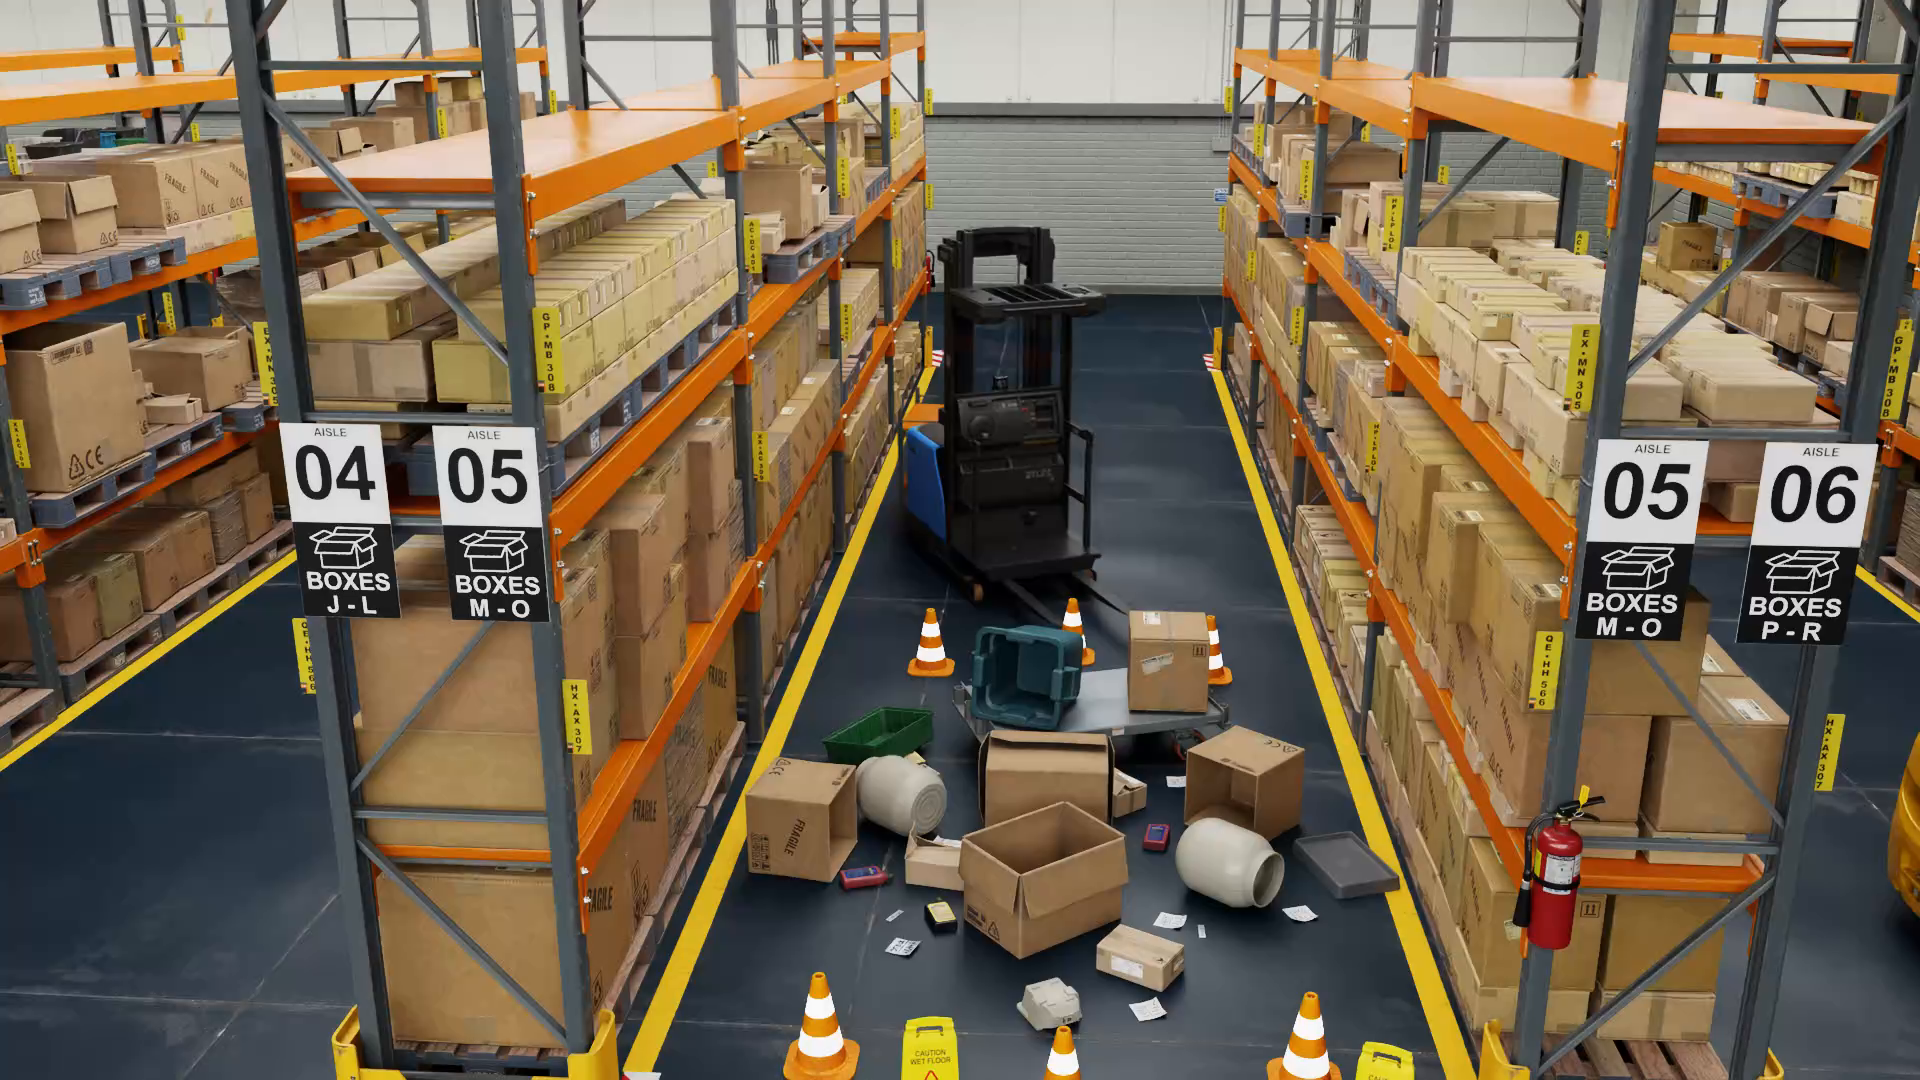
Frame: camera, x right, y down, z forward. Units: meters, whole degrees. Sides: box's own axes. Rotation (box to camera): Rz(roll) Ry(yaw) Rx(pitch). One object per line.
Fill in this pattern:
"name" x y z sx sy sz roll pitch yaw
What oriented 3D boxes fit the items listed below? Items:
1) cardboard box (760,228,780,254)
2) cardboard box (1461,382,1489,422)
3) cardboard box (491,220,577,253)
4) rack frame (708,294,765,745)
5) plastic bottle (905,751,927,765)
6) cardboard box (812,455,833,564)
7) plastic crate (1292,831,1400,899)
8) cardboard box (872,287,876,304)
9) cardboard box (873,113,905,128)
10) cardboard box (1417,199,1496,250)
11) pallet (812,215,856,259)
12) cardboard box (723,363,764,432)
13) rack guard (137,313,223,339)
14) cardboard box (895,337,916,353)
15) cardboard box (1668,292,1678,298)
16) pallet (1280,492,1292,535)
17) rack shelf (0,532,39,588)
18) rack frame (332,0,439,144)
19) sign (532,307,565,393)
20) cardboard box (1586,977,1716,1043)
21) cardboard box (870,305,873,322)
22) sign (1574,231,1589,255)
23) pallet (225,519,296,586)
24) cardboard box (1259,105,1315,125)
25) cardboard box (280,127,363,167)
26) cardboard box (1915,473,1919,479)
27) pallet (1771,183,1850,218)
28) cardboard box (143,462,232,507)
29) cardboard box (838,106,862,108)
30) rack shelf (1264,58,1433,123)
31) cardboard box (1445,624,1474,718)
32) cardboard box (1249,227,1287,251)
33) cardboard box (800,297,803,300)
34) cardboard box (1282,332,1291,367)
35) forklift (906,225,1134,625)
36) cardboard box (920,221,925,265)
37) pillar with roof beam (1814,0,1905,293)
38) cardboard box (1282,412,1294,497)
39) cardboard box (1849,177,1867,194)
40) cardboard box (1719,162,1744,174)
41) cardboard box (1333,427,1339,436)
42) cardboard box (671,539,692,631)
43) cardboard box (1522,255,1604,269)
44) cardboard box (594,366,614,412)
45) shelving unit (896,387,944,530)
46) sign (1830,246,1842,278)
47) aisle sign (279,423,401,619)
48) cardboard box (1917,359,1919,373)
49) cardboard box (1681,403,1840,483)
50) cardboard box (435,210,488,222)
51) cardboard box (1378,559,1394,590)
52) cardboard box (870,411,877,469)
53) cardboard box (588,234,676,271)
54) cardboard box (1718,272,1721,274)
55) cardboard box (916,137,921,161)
"cardboard box" -1.455 -2.073 11.511 0.380 0.149 0.250 1 18 4
"cardboard box" 2.655 -0.670 8.065 0.380 0.149 0.250 1 18 3
"cardboard box" -2.251 -1.601 8.788 0.380 0.149 0.250 1 18 5
"rack frame" -1.815 -0.091 10.709 1.000 3.000 0.127 1 18 4
"plastic bottle" -0.329 1.425 10.802 0.133 0.061 0.283 -9 20 -25
"cardboard box" -1.662 -0.276 14.215 1.050 0.750 0.750 1 18 3
"plastic crate" 2.199 1.845 9.490 0.402 0.080 0.583 -5 19 -15
"cardboard box" -1.091 -2.587 17.579 0.380 0.149 0.250 1 18 4
"cardboard box" -0.837 -4.849 19.210 0.380 0.149 0.250 2 18 7
"cardboard box" 3.044 -1.986 10.439 0.500 0.250 0.500 2 18 5
"pallet" -1.521 -2.468 13.449 1.213 0.211 1.003 2 18 6
"cardboard box" -1.750 -0.927 11.497 0.700 0.500 0.500 1 18 3
"rack guard" -10.846 -2.890 23.268 1.175 0.500 0.348 1 18 4
"cardboard box" -0.752 -2.451 20.862 0.380 0.149 0.250 2 18 6
"cardboard box" 8.554 -2.851 19.536 0.380 0.149 0.250 1 18 4
"pallet" 3.548 -0.172 15.436 1.003 0.211 1.213 1 18 4
"rack shelf" -6.898 0.730 9.359 1.077 0.370 4.000 1 18 4
"rack frame" -6.181 -5.568 17.792 1.000 3.000 0.127 1 18 4
"sign" -1.548 -0.713 6.259 0.100 0.325 0.005 1 18 4
"cardboard box" 3.177 2.093 7.785 0.500 0.250 0.500 1 18 3
"cardboard box" -1.110 -2.370 17.394 0.380 0.149 0.250 1 18 4
"sign" 3.671 -1.673 9.891 0.100 0.325 0.005 1 18 4
"pallet" -6.526 0.093 14.628 1.003 0.211 1.213 1 18 4
"cardboard box" 3.768 -4.637 18.767 0.797 0.503 0.637 3 18 8
"cardboard box" -6.343 -3.784 16.324 0.797 0.503 0.637 1 18 3
"cardboard box" 8.677 -0.281 14.629 0.500 0.500 0.500 2 18 6
"pallet" 8.466 -3.200 15.682 1.213 0.211 1.003 1 18 4
"cardboard box" -6.514 -0.479 13.998 0.500 0.250 0.500 3 18 10
"cardboard box" -1.352 -5.266 20.485 0.380 0.149 0.250 2 18 5
"rack shelf" 3.560 -4.194 15.395 1.077 0.370 4.000 1 18 4
"cardboard box" 2.687 0.556 8.096 0.500 0.500 0.500 1 18 4
"cardboard box" 3.462 -3.172 18.346 0.500 0.500 0.500 1 18 3
"cardboard box" -1.801 -2.503 16.845 0.380 0.149 0.250 1 18 3
"cardboard box" 3.231 -1.736 15.168 0.500 0.250 0.500 1 18 2
"forklift" 0.500 -1.020 13.657 1.130 2.935 3.031 -7 19 -19
"cardboard box" -0.730 -3.861 21.578 0.500 0.500 0.500 2 18 5
"pillar with roof beam" 5.309 -5.530 17.674 9.100 9.000 0.400 1 18 4
"cardboard box" 3.617 -0.933 16.019 0.875 0.875 0.875 2 18 5
"cardboard box" 8.271 -3.202 14.989 0.380 0.149 0.250 2 18 6
"cardboard box" 8.439 -4.038 17.701 0.500 0.250 0.500 1 18 4
"cardboard box" 3.109 -0.905 12.923 0.380 0.149 0.250 2 18 7
"cardboard box" -2.002 0.289 9.309 0.875 0.550 0.550 1 18 4
"cardboard box" 3.383 -1.511 9.349 0.380 0.149 0.250 1 18 3
"cardboard box" -1.721 -0.658 7.191 0.380 0.149 0.250 1 18 4
"shelving unit" -0.253 -0.779 15.820 0.538 1.125 1.048 2 18 7
"sign" 9.208 -2.925 17.501 0.100 0.325 0.005 1 18 4
"aisle sign" -2.406 -0.068 6.467 0.394 0.787 0.004 1 18 4
"cardboard box" 8.051 -1.408 13.526 0.380 0.149 0.250 2 18 6
"cardboard box" 3.145 -0.415 6.645 0.500 0.250 0.500 1 18 3
"cardboard box" -6.265 -3.927 20.976 0.500 0.500 0.500 1 18 2
"cardboard box" 2.787 0.198 10.230 0.380 0.149 0.250 1 18 4
"cardboard box" -1.121 -1.033 16.925 0.500 0.500 0.500 1 18 3
"cardboard box" -1.632 -1.430 8.269 0.380 0.149 0.250 2 18 5
"cardboard box" 9.027 -2.921 19.109 0.500 0.250 0.500 2 18 5
"cardboard box" -0.753 -4.866 20.707 0.500 0.250 0.500 1 18 4
